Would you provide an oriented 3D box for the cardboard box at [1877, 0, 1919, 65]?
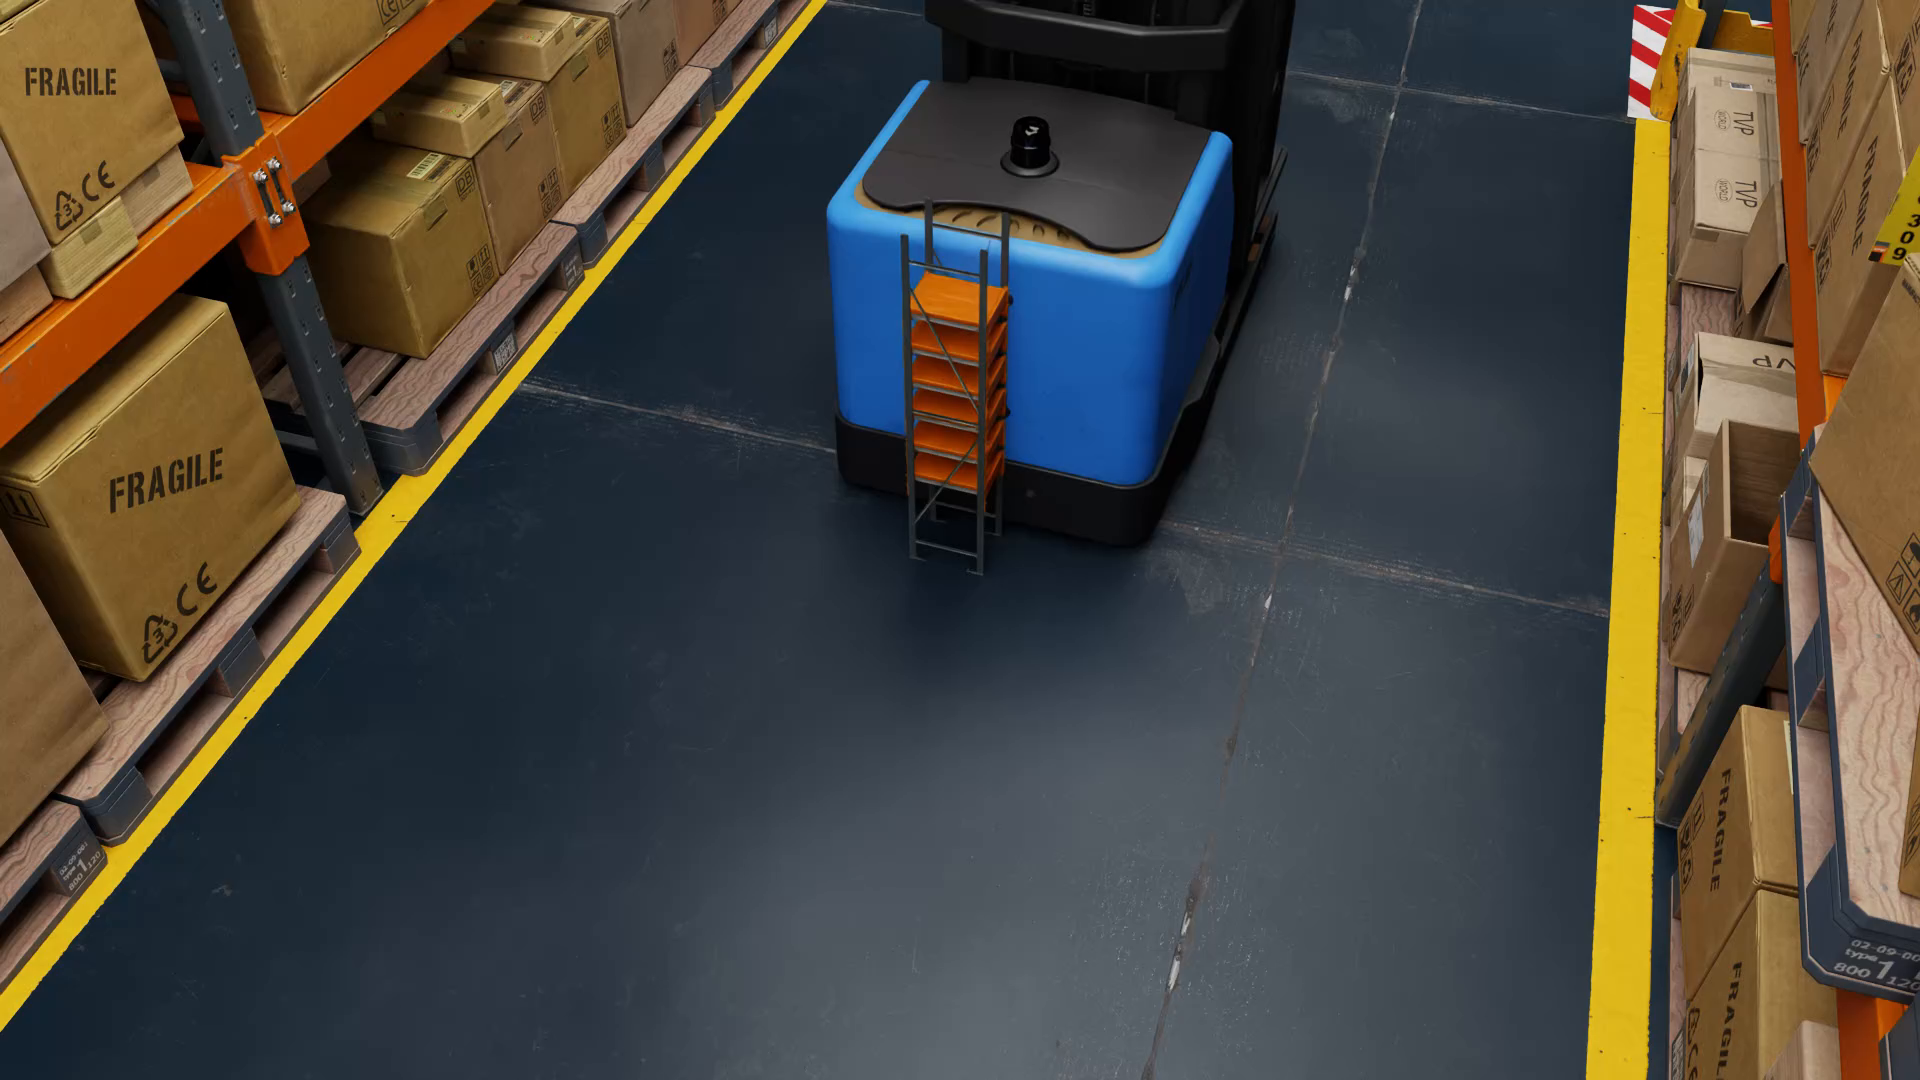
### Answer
[{"bbox_3d":[2.418,-1.367,3.716,0.500,0.500,0.500,12,46,12],"label":"cardboard box"}]

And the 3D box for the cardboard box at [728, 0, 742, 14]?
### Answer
[{"bbox_3d":[-1.269,-2.722,7.374,0.700,0.500,0.500,13,46,13],"label":"cardboard box"}]

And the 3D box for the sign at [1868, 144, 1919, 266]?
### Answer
[{"bbox_3d":[1.840,-0.659,3.160,0.100,0.325,0.005,13,46,13],"label":"sign"}]

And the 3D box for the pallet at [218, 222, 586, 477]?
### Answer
[{"bbox_3d":[-2.058,-0.781,5.897,1.003,0.211,1.213,13,46,13],"label":"pallet"}]

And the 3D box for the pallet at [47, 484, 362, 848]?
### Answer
[{"bbox_3d":[-2.525,0.240,4.854,1.003,0.211,1.213,13,46,13],"label":"pallet"}]

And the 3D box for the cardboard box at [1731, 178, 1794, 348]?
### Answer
[{"bbox_3d":[2.923,-0.759,5.351,0.797,0.503,0.637,13,46,13],"label":"cardboard box"}]

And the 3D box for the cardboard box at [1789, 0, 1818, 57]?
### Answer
[{"bbox_3d":[2.726,-1.690,4.761,0.500,0.500,0.500,13,46,13],"label":"cardboard box"}]

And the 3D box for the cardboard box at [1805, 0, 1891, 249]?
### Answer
[{"bbox_3d":[2.421,-1.007,4.063,0.500,0.500,0.500,14,46,14],"label":"cardboard box"}]

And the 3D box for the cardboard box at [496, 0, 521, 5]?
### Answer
[{"bbox_3d":[-1.881,-2.066,6.239,0.380,0.149,0.250,12,46,12],"label":"cardboard box"}]

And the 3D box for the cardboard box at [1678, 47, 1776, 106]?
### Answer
[{"bbox_3d":[3.116,-1.838,6.708,0.380,0.149,0.250,13,46,13],"label":"cardboard box"}]

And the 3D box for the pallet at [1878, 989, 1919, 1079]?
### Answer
[{"bbox_3d":[1.732,1.197,2.019,1.003,0.211,1.213,13,46,13],"label":"pallet"}]

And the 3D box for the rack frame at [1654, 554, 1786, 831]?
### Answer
[{"bbox_3d":[2.359,-0.240,3.351,1.000,3.000,0.127,13,46,13],"label":"rack frame"}]

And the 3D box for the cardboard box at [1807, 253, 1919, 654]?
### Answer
[{"bbox_3d":[2.002,-0.158,2.895,0.700,0.500,0.500,-1,44,-1],"label":"cardboard box"}]

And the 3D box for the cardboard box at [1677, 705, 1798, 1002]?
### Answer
[{"bbox_3d":[1.980,0.767,3.794,0.500,0.500,0.500,11,45,11],"label":"cardboard box"}]

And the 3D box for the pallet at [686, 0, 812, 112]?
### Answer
[{"bbox_3d":[-1.319,-2.407,7.559,1.003,0.211,1.213,13,46,13],"label":"pallet"}]

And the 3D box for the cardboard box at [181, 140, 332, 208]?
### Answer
[{"bbox_3d":[-2.272,-1.198,5.352,0.380,0.149,0.250,12,46,12],"label":"cardboard box"}]

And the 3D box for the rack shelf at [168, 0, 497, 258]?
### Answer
[{"bbox_3d":[-1.758,-2.363,6.034,1.077,0.370,4.000,13,46,13],"label":"rack shelf"}]

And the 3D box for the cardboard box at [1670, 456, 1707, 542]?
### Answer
[{"bbox_3d":[2.318,-0.081,4.912,0.380,0.149,0.250,13,46,13],"label":"cardboard box"}]

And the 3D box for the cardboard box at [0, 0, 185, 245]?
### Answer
[{"bbox_3d":[-2.263,-1.075,3.905,0.500,0.500,0.500,12,46,12],"label":"cardboard box"}]

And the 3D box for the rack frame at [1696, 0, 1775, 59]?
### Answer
[{"bbox_3d":[3.570,-2.906,6.075,1.000,3.000,0.127,13,46,13],"label":"rack frame"}]

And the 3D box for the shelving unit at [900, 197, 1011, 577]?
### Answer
[{"bbox_3d":[-0.012,-0.406,4.807,0.258,1.200,0.189,14,46,14],"label":"shelving unit"}]

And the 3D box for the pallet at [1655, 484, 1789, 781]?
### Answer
[{"bbox_3d":[2.568,0.299,4.794,1.003,0.211,1.213,13,46,13],"label":"pallet"}]

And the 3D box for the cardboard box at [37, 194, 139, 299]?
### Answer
[{"bbox_3d":[-2.250,-0.746,4.033,0.380,0.149,0.250,13,46,13],"label":"cardboard box"}]

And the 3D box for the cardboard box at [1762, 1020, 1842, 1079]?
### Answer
[{"bbox_3d":[1.677,1.165,2.851,0.500,0.250,0.500,13,46,13],"label":"cardboard box"}]

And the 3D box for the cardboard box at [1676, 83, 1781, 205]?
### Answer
[{"bbox_3d":[2.984,-1.445,6.234,0.500,0.250,0.500,13,46,13],"label":"cardboard box"}]

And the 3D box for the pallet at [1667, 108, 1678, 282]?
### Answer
[{"bbox_3d":[3.307,-1.327,6.456,1.003,0.211,1.213,13,46,13],"label":"pallet"}]

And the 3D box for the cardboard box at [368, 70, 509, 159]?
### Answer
[{"bbox_3d":[-1.761,-1.442,5.602,0.380,0.149,0.250,14,46,14],"label":"cardboard box"}]

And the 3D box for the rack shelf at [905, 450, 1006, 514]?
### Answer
[{"bbox_3d":[-0.012,-0.202,5.006,0.258,0.103,0.180,14,46,14],"label":"rack shelf"}]

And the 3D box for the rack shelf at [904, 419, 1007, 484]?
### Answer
[{"bbox_3d":[-0.012,-0.288,4.922,0.258,0.103,0.180,14,46,14],"label":"rack shelf"}]

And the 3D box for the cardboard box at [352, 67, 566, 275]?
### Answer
[{"bbox_3d":[-1.884,-1.355,5.977,0.700,0.500,0.500,12,46,12],"label":"cardboard box"}]

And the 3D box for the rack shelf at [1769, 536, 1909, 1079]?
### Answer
[{"bbox_3d":[1.753,1.350,2.240,1.077,0.370,4.000,13,46,13],"label":"rack shelf"}]

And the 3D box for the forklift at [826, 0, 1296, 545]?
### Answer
[{"bbox_3d":[0.568,-2.079,5.279,1.130,2.935,3.031,14,46,14],"label":"forklift"}]

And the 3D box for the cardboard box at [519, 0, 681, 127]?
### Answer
[{"bbox_3d":[-1.572,-2.053,6.690,0.700,0.500,0.500,11,45,11],"label":"cardboard box"}]

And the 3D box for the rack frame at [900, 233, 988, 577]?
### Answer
[{"bbox_3d":[-0.042,-0.345,4.745,0.240,1.200,0.006,14,46,14],"label":"rack frame"}]

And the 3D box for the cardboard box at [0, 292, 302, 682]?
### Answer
[{"bbox_3d":[-2.436,-0.208,4.555,0.750,0.750,0.750,13,46,13],"label":"cardboard box"}]

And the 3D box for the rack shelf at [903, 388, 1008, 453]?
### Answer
[{"bbox_3d":[-0.012,-0.374,4.838,0.258,0.103,0.180,14,46,14],"label":"rack shelf"}]
